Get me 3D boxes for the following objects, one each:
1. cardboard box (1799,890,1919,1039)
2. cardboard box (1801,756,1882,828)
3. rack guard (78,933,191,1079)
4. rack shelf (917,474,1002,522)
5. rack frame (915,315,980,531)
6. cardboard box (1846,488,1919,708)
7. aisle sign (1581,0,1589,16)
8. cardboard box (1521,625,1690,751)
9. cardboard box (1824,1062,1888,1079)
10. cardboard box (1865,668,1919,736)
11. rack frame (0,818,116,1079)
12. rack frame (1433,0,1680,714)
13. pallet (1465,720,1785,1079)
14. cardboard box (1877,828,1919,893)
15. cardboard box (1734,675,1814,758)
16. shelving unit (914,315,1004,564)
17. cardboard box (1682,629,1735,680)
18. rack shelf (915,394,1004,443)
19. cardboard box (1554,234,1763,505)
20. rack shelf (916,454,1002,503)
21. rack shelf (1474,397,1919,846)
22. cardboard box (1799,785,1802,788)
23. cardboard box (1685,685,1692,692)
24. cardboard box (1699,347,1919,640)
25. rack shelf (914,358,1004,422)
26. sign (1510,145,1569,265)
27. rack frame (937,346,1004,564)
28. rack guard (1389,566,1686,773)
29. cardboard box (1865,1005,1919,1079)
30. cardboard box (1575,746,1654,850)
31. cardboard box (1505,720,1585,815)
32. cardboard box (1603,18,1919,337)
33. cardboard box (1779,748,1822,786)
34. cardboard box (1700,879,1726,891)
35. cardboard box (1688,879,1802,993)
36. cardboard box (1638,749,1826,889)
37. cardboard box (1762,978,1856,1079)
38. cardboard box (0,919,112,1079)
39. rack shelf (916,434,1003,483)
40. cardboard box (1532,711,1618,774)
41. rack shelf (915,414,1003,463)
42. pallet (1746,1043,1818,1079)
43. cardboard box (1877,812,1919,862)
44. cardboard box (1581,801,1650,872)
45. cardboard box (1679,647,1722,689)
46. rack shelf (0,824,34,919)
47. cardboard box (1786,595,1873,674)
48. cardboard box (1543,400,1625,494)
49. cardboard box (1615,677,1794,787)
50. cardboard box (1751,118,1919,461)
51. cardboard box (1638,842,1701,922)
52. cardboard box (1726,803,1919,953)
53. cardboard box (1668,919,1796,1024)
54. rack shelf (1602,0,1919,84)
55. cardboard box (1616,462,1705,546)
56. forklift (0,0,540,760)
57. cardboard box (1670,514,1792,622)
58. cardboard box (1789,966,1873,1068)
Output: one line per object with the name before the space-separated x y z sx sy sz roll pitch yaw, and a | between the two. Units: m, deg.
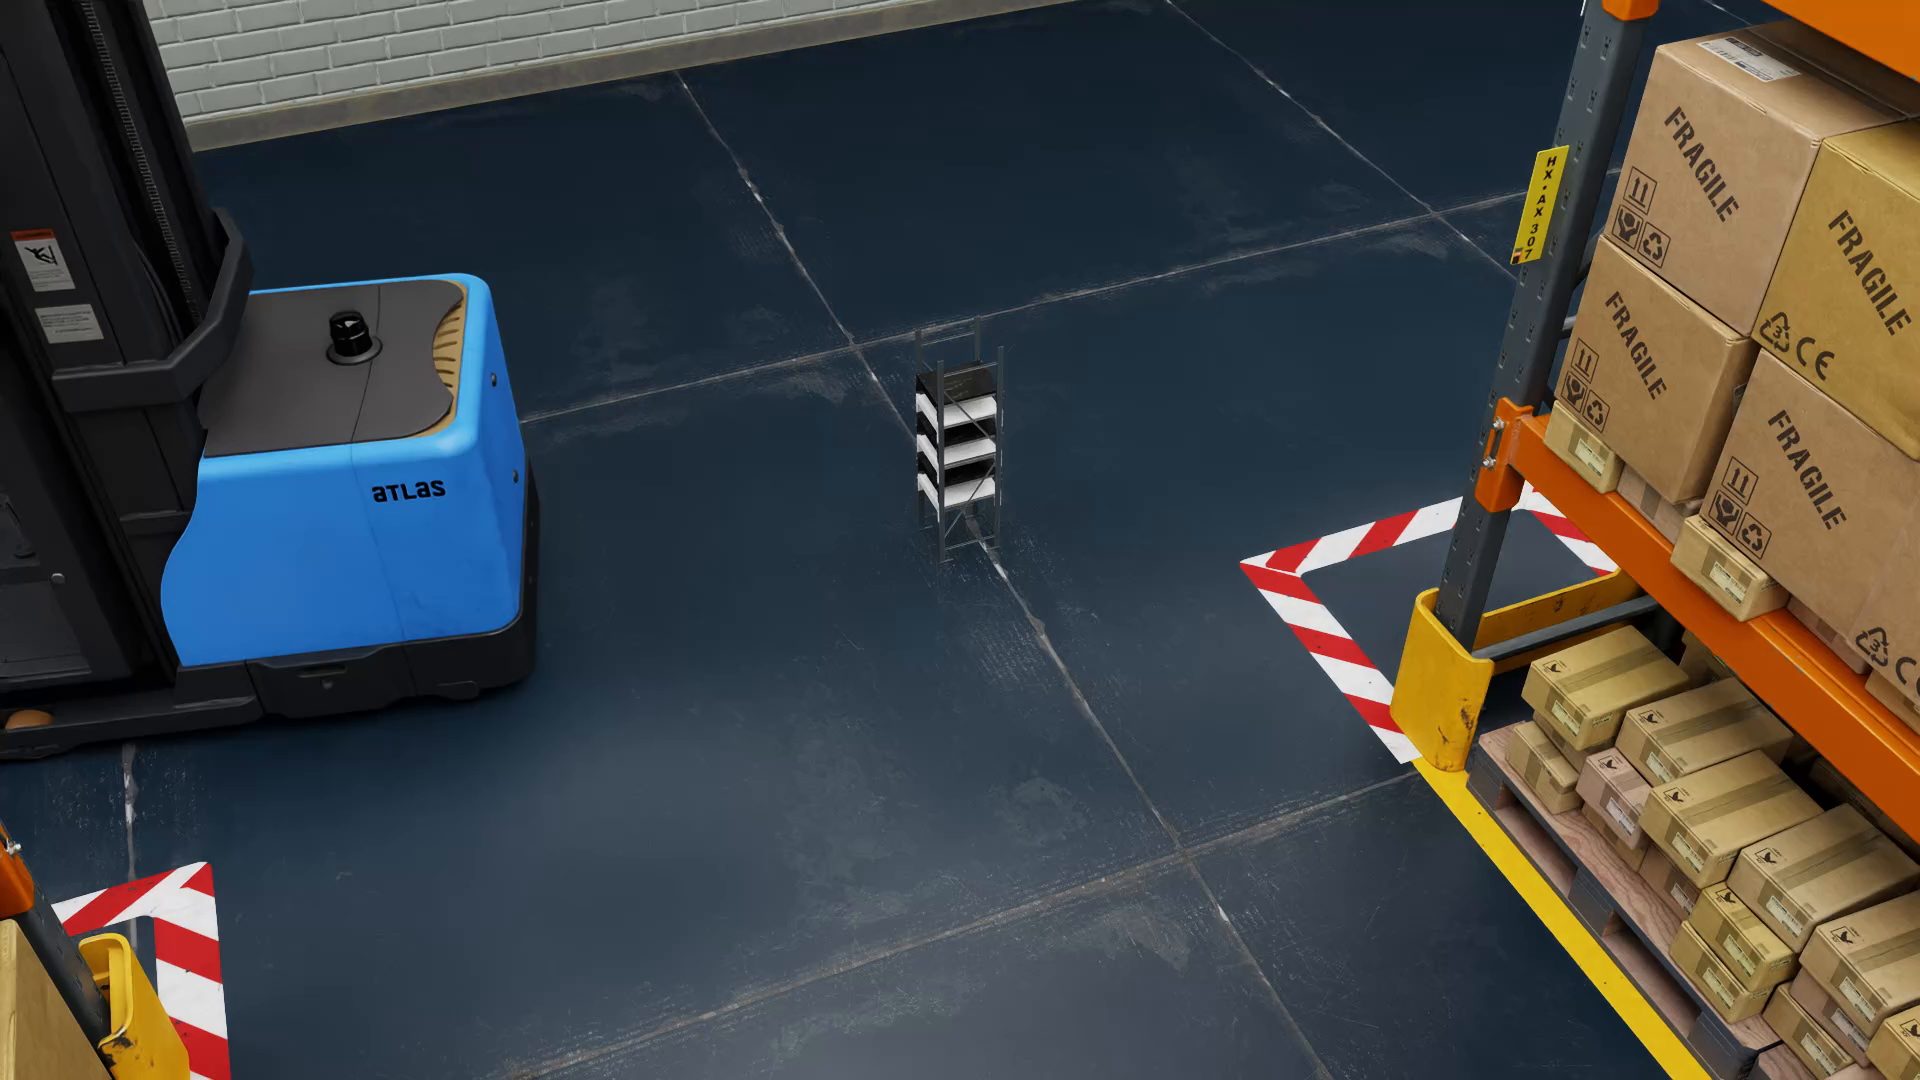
cardboard box | 2.347 1.047 4.140 0.380 0.149 0.250 -14 43 -15
cardboard box | 2.663 0.701 4.771 0.380 0.149 0.250 -17 43 -19
rack guard | -2.634 1.442 4.189 1.175 0.500 0.348 -15 43 -17
rack shelf | -0.003 -0.184 6.101 0.258 0.077 0.200 -15 43 -17
rack frame | -0.042 -0.407 6.034 0.240 0.900 0.006 -15 43 -17
cardboard box | 2.317 0.136 3.487 0.500 0.500 0.500 -15 43 -16
aisle sign | 1.692 -1.622 3.842 0.394 0.787 0.004 -15 43 -17
cardboard box | 1.883 0.429 4.859 0.380 0.149 0.250 -17 44 -19
cardboard box | 2.376 1.418 4.165 0.380 0.149 0.250 -17 44 -19
cardboard box | 2.314 0.315 3.776 0.380 0.149 0.250 -16 43 -17
rack frame | -2.621 0.508 3.358 0.949 2.616 0.053 -15 43 -17
rack frame | 1.997 -0.667 4.726 1.000 3.000 0.127 -15 43 -17
pallet | 2.304 0.934 5.002 1.003 0.211 1.213 -15 43 -17
cardboard box | 2.671 0.888 4.553 0.380 0.149 0.250 -16 43 -17
cardboard box | 2.476 0.450 4.834 0.380 0.149 0.250 -14 43 -16
shelving unit | -0.003 -0.346 5.962 0.258 0.900 0.210 -15 43 -17
cardboard box | 2.433 0.284 5.027 0.380 0.149 0.250 -15 43 -16
rack shelf | -0.003 -0.457 5.867 0.258 0.077 0.200 -15 43 -17
cardboard box | 1.913 -0.479 4.201 0.500 0.500 0.500 -13 42 -15
rack shelf | -0.003 -0.253 6.043 0.258 0.077 0.200 -15 43 -17
rack shelf | 2.762 0.810 3.559 1.077 0.370 4.000 -15 43 -17
cardboard box | 2.583 0.649 5.059 0.380 0.149 0.250 -14 43 -16
cardboard box | 2.391 0.519 5.210 0.380 0.149 0.250 -14 43 -16
cardboard box | 2.142 -0.163 3.834 0.500 0.500 0.500 -15 43 -17
rack shelf | -0.003 -0.526 5.808 0.258 0.077 0.200 -15 43 -17
sign | 1.495 -0.860 4.286 0.100 0.325 0.005 -15 43 -17
rack frame | 0.036 -0.285 5.891 0.240 0.900 0.006 -15 43 -17
rack guard | 2.026 0.326 5.487 1.175 0.500 0.348 -15 43 -17
cardboard box | 2.405 1.217 3.942 0.380 0.149 0.250 -14 43 -16
cardboard box | 2.013 0.700 4.771 0.380 0.149 0.250 -15 43 -17
cardboard box | 1.901 0.650 5.058 0.380 0.149 0.250 -14 43 -16
cardboard box | 1.923 -0.861 3.878 0.500 0.500 0.500 -15 43 -17
cardboard box | 2.513 0.559 4.936 0.380 0.149 0.250 -16 43 -18
cardboard box | 2.188 0.826 4.626 0.380 0.149 0.250 -15 43 -16
cardboard box | 2.186 1.007 4.414 0.380 0.149 0.250 -14 43 -16
cardboard box | 2.078 0.749 4.487 0.380 0.149 0.250 -15 43 -17
cardboard box | 2.361 1.246 4.365 0.380 0.149 0.250 -15 43 -17
cardboard box | -2.306 1.521 3.488 0.875 0.875 0.875 -15 43 -17
rack shelf | -0.003 -0.321 5.984 0.258 0.077 0.200 -15 43 -17
cardboard box | 1.960 0.521 4.980 0.380 0.149 0.250 -13 42 -15
rack shelf | -0.003 -0.389 5.925 0.258 0.077 0.200 -15 43 -17
pallet | 2.767 1.668 4.149 1.003 0.211 1.213 -15 43 -17
cardboard box | 2.733 0.746 4.490 0.380 0.149 0.250 -17 43 -19
cardboard box | 2.077 0.787 4.899 0.380 0.149 0.250 -15 43 -17
cardboard box | 2.462 0.388 5.134 0.380 0.149 0.250 -16 43 -18
rack shelf | -1.859 1.987 2.191 1.077 0.370 4.000 -15 43 -17
cardboard box | 2.233 0.145 3.973 0.380 0.149 0.250 -13 42 -15
cardboard box | 1.818 -0.295 4.485 0.380 0.149 0.250 -15 43 -17
cardboard box | 2.100 0.565 4.700 0.380 0.149 0.250 -14 43 -16
cardboard box | 2.122 -0.558 3.527 0.500 0.500 0.500 -14 43 -16
cardboard box | 2.179 0.935 4.727 0.380 0.149 0.250 -15 43 -16
cardboard box | 2.249 0.878 4.337 0.380 0.149 0.250 -17 44 -19
cardboard box | 2.175 1.116 4.516 0.380 0.149 0.250 -15 43 -16
rack shelf | 2.762 -0.327 2.581 1.077 0.370 4.000 -15 43 -17
cardboard box | 1.953 -0.152 4.319 0.380 0.149 0.250 -14 43 -15
forklift | -3.012 -0.750 4.874 3.031 2.935 1.130 -6 41 -7
cardboard box | 2.007 0.023 4.115 0.380 0.149 0.250 -16 43 -18
cardboard box | 2.375 1.143 4.256 0.380 0.149 0.250 -17 44 -19
